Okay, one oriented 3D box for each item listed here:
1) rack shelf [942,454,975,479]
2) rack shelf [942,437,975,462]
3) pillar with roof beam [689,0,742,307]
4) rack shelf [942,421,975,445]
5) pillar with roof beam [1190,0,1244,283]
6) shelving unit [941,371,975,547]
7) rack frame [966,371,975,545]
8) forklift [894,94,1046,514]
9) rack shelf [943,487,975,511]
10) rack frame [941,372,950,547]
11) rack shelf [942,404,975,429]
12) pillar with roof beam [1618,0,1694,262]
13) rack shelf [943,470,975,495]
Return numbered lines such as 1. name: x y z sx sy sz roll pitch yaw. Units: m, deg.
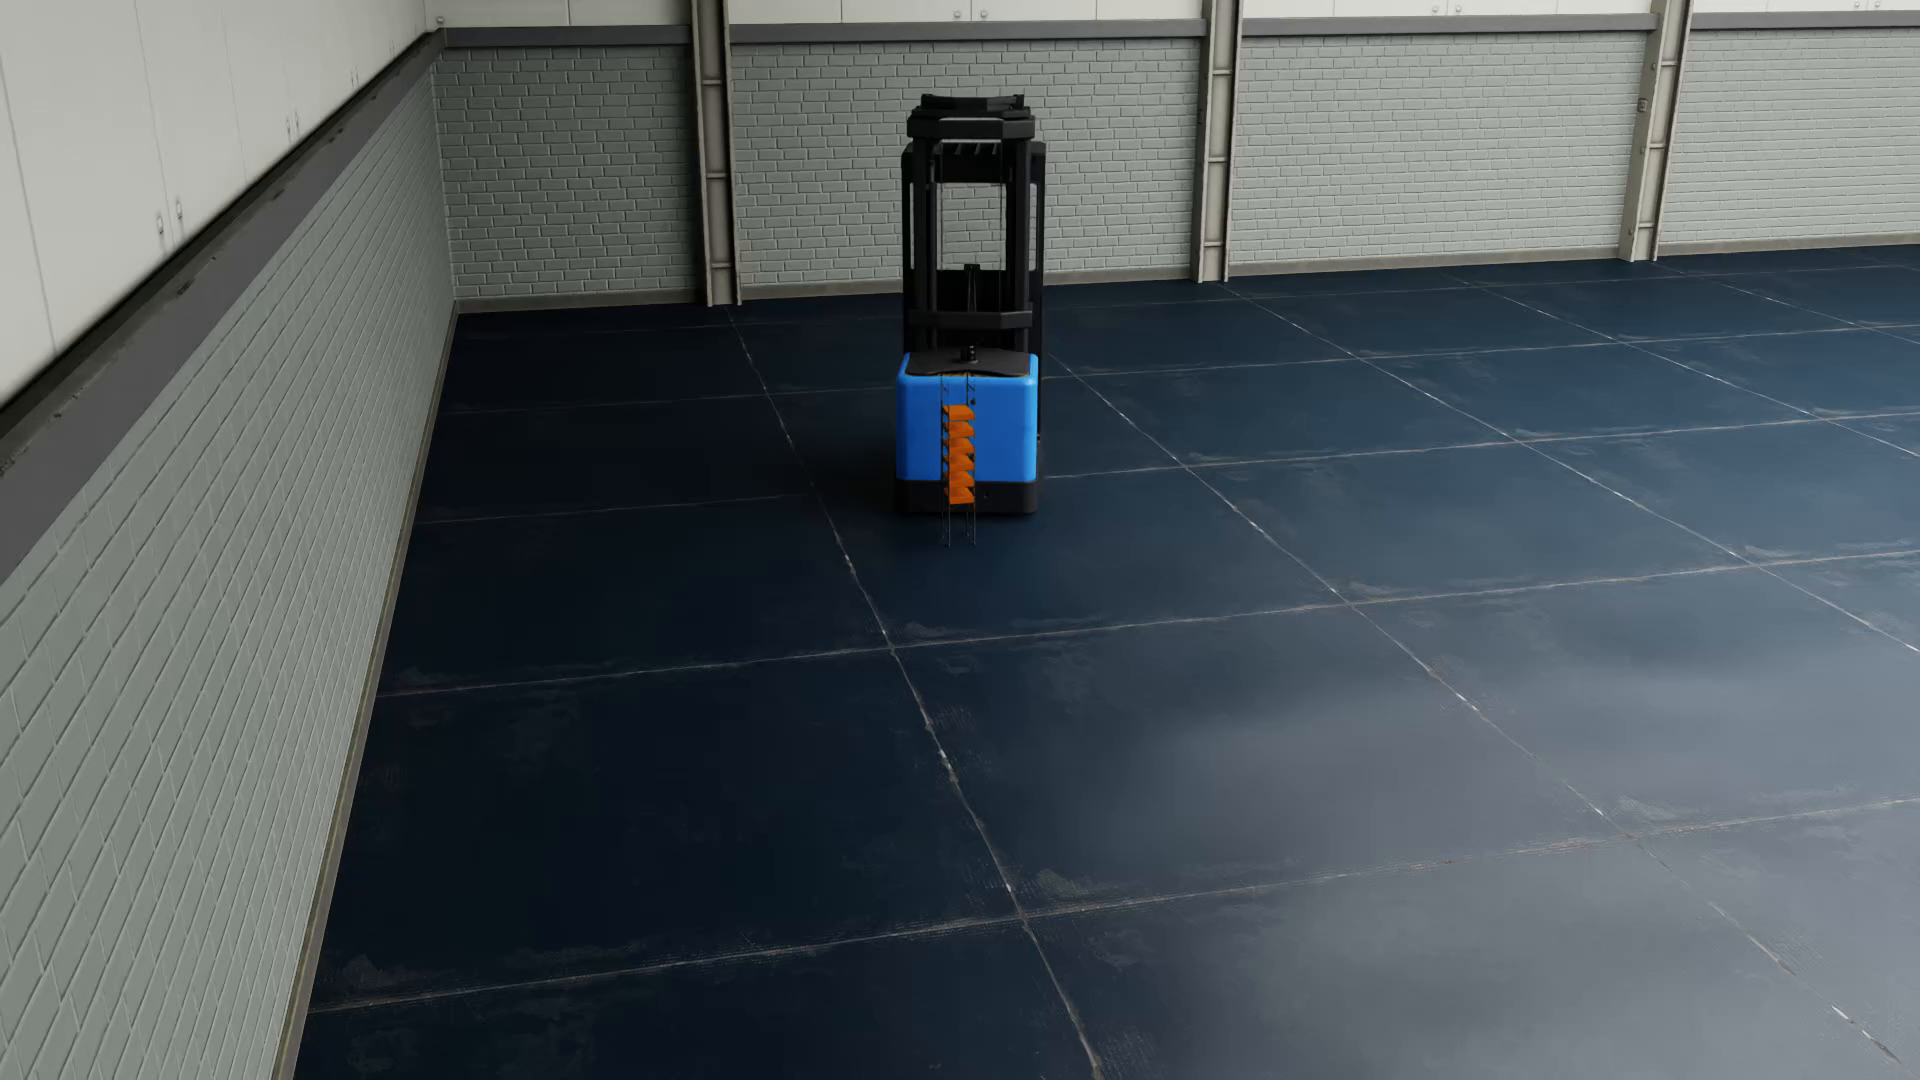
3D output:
1. rack shelf: -0.014 -0.521 11.620 0.180 0.103 0.258 -5 21 -12
2. rack shelf: -0.014 -0.633 11.579 0.180 0.103 0.258 -5 21 -12
3. pillar with roof beam: -1.764 -5.541 13.859 0.400 9.000 9.100 -5 21 -12
4. rack shelf: -0.014 -0.746 11.538 0.180 0.103 0.258 -5 21 -12
5. pillar with roof beam: 4.075 -6.016 15.155 0.400 9.000 9.100 -5 21 -12
6. shelving unit: -0.014 -0.562 11.605 0.189 1.200 0.258 -5 21 -12
7. rack frame: 0.075 -0.569 11.625 0.006 1.200 0.240 -5 21 -12
8. forklift: 0.114 -2.028 13.089 1.130 2.935 3.031 1 20 3
9. rack shelf: -0.014 -0.295 11.703 0.180 0.103 0.258 -5 21 -12
10. rack frame: -0.103 -0.555 11.585 0.006 1.200 0.240 -5 21 -12
11. rack shelf: -0.014 -0.859 11.497 0.180 0.103 0.258 -5 21 -12
12. pillar with roof beam: 9.914 -6.491 16.452 0.400 9.000 9.100 -5 21 -12
13. rack shelf: -0.014 -0.408 11.662 0.180 0.103 0.258 -5 21 -12
